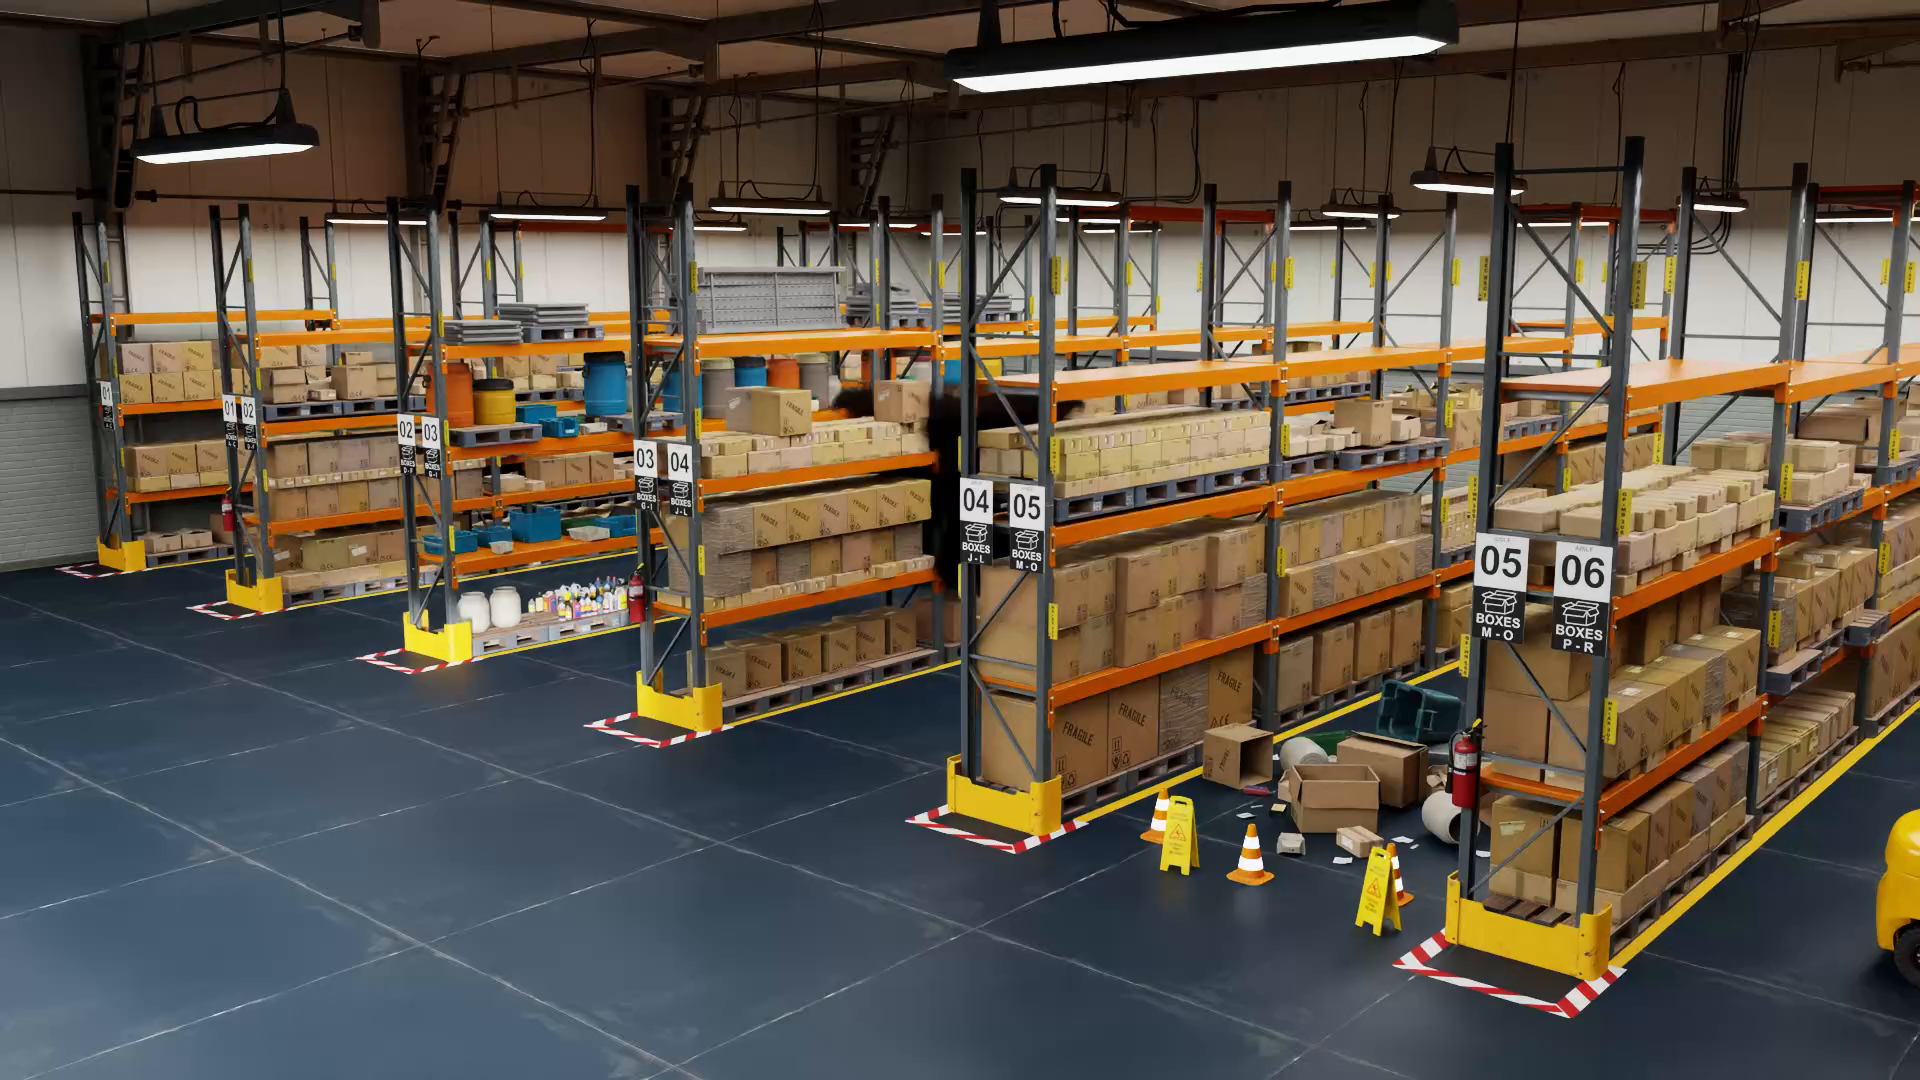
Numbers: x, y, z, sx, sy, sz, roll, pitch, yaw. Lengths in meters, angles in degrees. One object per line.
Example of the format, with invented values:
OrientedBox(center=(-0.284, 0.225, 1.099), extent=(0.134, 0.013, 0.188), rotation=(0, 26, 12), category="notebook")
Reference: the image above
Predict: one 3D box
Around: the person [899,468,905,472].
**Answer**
OrientedBox(center=(-0.955, -0.812, 31.497), extent=(0.562, 1.588, 0.648), rotation=(9, 13, 44), category="person")

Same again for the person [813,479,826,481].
OrientedBox(center=(-2.078, -0.061, 24.404), extent=(0.677, 1.802, 0.453), rotation=(-1, 10, -9), category="person")
